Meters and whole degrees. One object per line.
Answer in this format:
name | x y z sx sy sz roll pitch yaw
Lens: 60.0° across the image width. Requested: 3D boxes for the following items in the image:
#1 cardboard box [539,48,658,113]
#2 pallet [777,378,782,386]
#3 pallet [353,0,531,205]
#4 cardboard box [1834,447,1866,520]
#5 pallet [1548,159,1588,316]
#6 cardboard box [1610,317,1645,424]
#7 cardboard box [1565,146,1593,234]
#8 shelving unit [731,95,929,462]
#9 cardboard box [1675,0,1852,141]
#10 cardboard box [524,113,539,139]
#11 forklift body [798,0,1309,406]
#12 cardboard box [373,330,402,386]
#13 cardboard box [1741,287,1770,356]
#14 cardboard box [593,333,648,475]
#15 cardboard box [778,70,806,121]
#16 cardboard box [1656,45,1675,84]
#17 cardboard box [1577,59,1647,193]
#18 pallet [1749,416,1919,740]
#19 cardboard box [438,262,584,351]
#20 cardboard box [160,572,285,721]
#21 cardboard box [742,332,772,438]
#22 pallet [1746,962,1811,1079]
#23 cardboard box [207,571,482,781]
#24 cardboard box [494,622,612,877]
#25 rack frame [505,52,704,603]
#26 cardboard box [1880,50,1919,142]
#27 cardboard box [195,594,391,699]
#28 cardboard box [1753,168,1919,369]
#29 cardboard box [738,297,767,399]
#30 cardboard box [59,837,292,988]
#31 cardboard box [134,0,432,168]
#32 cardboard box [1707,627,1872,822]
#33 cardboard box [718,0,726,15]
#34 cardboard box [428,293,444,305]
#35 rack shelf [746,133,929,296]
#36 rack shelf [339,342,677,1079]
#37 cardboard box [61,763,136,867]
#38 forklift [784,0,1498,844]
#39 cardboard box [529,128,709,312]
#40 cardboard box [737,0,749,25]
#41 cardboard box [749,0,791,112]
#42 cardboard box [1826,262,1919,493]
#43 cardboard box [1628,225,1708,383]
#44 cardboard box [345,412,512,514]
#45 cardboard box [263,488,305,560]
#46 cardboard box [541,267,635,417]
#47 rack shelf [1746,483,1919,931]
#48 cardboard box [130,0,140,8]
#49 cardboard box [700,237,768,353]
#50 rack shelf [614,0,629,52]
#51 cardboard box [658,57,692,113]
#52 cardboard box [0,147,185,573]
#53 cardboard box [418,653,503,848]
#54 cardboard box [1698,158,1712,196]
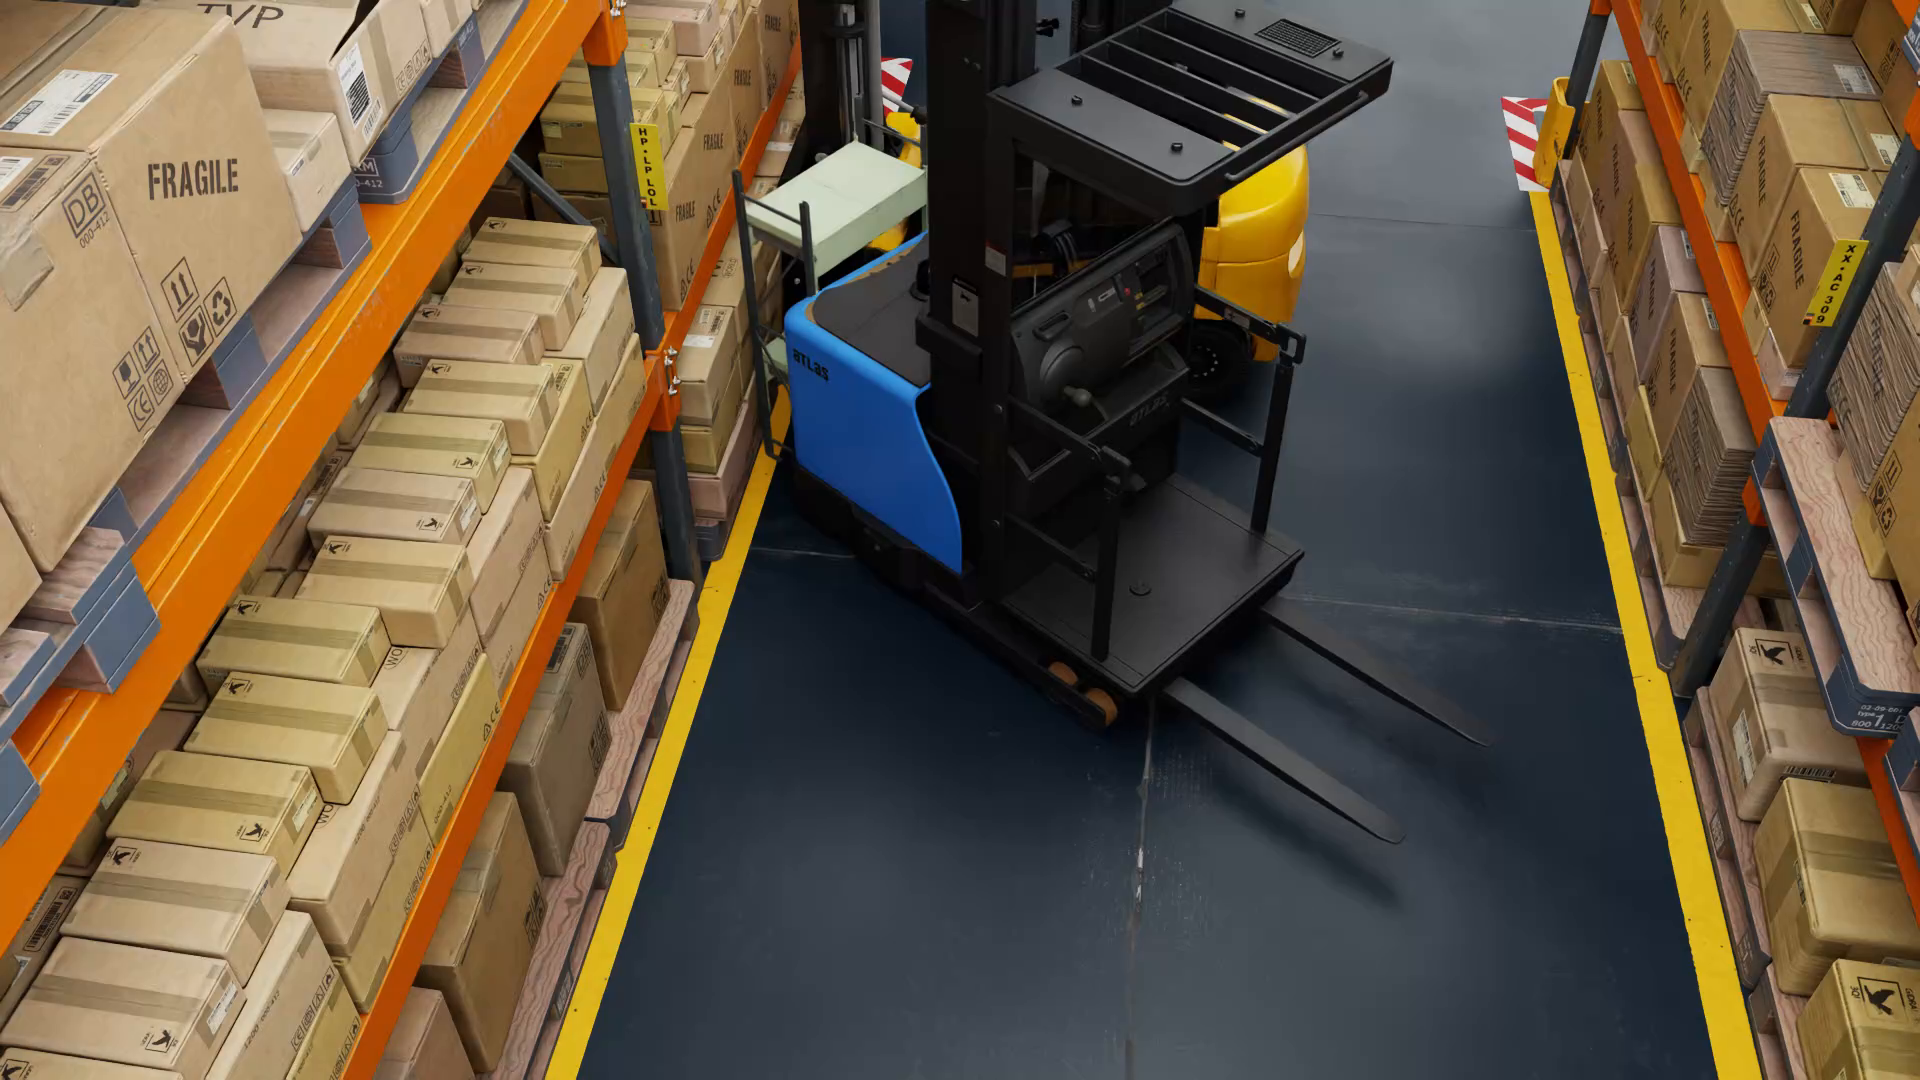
cardboard box | -1.326 -1.666 6.067 0.380 0.149 0.250 6 44 6
pallet | -1.284 -1.267 8.434 1.003 0.211 1.213 5 44 6
pallet | -1.693 -1.325 4.425 0.805 0.209 1.217 4 44 4
cardboard box | 2.945 -0.172 5.127 0.380 0.149 0.250 6 44 6
pallet | 3.708 -1.570 8.755 1.003 0.211 1.213 5 44 6
cardboard box | 3.275 -0.750 7.555 0.500 0.250 0.500 6 44 6
cardboard box | 3.479 -1.814 8.679 0.500 0.250 0.500 5 44 5
shelving unit | -0.509 -1.049 7.246 0.431 1.500 0.755 29 52 27
cardboard box | 3.332 -1.984 6.874 0.500 0.500 0.500 4 44 5
cardboard box | -1.803 -1.596 6.209 0.380 0.149 0.250 4 44 4
forklift body | 0.497 -1.867 7.658 2.313 2.155 1.214 5 44 6
cardboard box | -1.970 -0.611 5.169 0.380 0.149 0.250 5 44 5
cardboard box | 3.098 -0.785 6.080 0.380 0.149 0.250 6 44 6
cardboard box | -1.397 -0.486 5.691 0.500 0.250 0.500 6 44 6
cardboard box | -0.931 -2.115 8.269 0.500 0.250 0.500 6 44 6
cardboard box | 3.395 -2.186 7.560 0.380 0.149 0.250 6 44 7
cardboard box | 3.477 -2.070 8.404 0.500 0.500 0.500 4 44 4
pallet | 3.086 0.118 5.083 1.003 0.211 1.213 5 44 6
cardboard box | -1.431 -0.749 5.315 0.380 0.149 0.250 5 44 5
cardboard box | -2.125 0.328 4.467 0.500 0.250 0.500 4 44 5
cardboard box | -1.145 -0.709 7.511 0.500 0.250 0.500 4 44 5
pallet | 3.071 1.918 5.071 1.003 0.211 1.213 5 44 6
cardboard box | -1.620 0.365 4.429 0.500 0.250 0.500 6 44 6
cardboard box | -1.757 0.687 5.764 0.875 0.625 0.625 5 44 5
rack frame | -1.589 -0.908 6.027 1.000 3.000 0.127 5 44 6
cardboard box | 3.694 -1.593 5.734 0.700 0.500 0.500 5 44 6
cardboard box | -1.685 0.290 4.218 0.380 0.149 0.250 5 44 6
cardboard box | 3.143 -0.929 5.760 0.500 0.500 0.500 4 44 4
cardboard box | -1.155 -0.888 7.337 0.500 0.250 0.500 5 44 5
cardboard box | -1.719 0.817 3.661 0.380 0.149 0.250 6 44 6
cardboard box | -1.545 -1.115 3.751 0.500 0.311 0.500 4 44 4
cardboard box | 3.264 0.700 5.934 0.950 0.372 0.625 6 44 6
cardboard box | -1.140 -2.184 6.614 0.380 0.149 0.250 5 44 5
cardboard box | -1.911 -0.712 5.566 0.500 0.250 0.500 5 44 5
rack shelf | -0.513 -1.328 6.972 0.431 0.370 0.720 29 52 27
rack shelf | -1.854 0.717 4.835 1.077 0.370 4.000 5 44 6
cardboard box | -2.182 0.603 3.887 0.380 0.149 0.250 5 44 5
forklift | 0.679 -0.732 5.892 3.031 2.935 1.130 34 53 31
cardboard box | -1.272 -1.223 6.287 0.500 0.500 0.500 4 44 4
cardboard box | -1.089 -2.242 6.892 0.380 0.149 0.250 4 44 4
cardboard box | -1.066 -2.265 7.388 0.500 0.500 0.500 6 44 6
cardboard box | 2.985 -0.462 4.962 0.500 0.500 0.500 6 44 7
cardboard box | 3.275 -1.007 7.281 0.500 0.500 0.500 7 44 8
cardboard box | -1.515 -0.223 4.759 0.380 0.149 0.250 4 44 5
cardboard box | -2.069 -0.095 4.624 0.380 0.149 0.250 5 44 5
cardboard box | -1.401 -0.677 5.528 0.500 0.250 0.500 4 44 5
rack shelf | 3.067 1.165 4.361 1.077 0.370 4.000 5 44 6
cardboard box | -1.810 -1.352 4.119 0.380 0.149 0.250 5 44 6
cardboard box | -1.137 -1.073 7.169 0.500 0.250 0.500 5 44 6
rack shelf | -1.325 -3.099 6.682 1.077 0.370 4.000 5 44 6
cardboard box | -1.247 -1.729 6.350 0.380 0.149 0.250 5 44 5
cardboard box | -1.813 -0.320 2.774 0.700 0.500 0.500 4 44 5
cardboard box | -1.614 0.545 4.601 0.500 0.250 0.500 7 44 7
cardboard box | 3.266 -1.479 6.813 0.380 0.149 0.250 5 44 5
